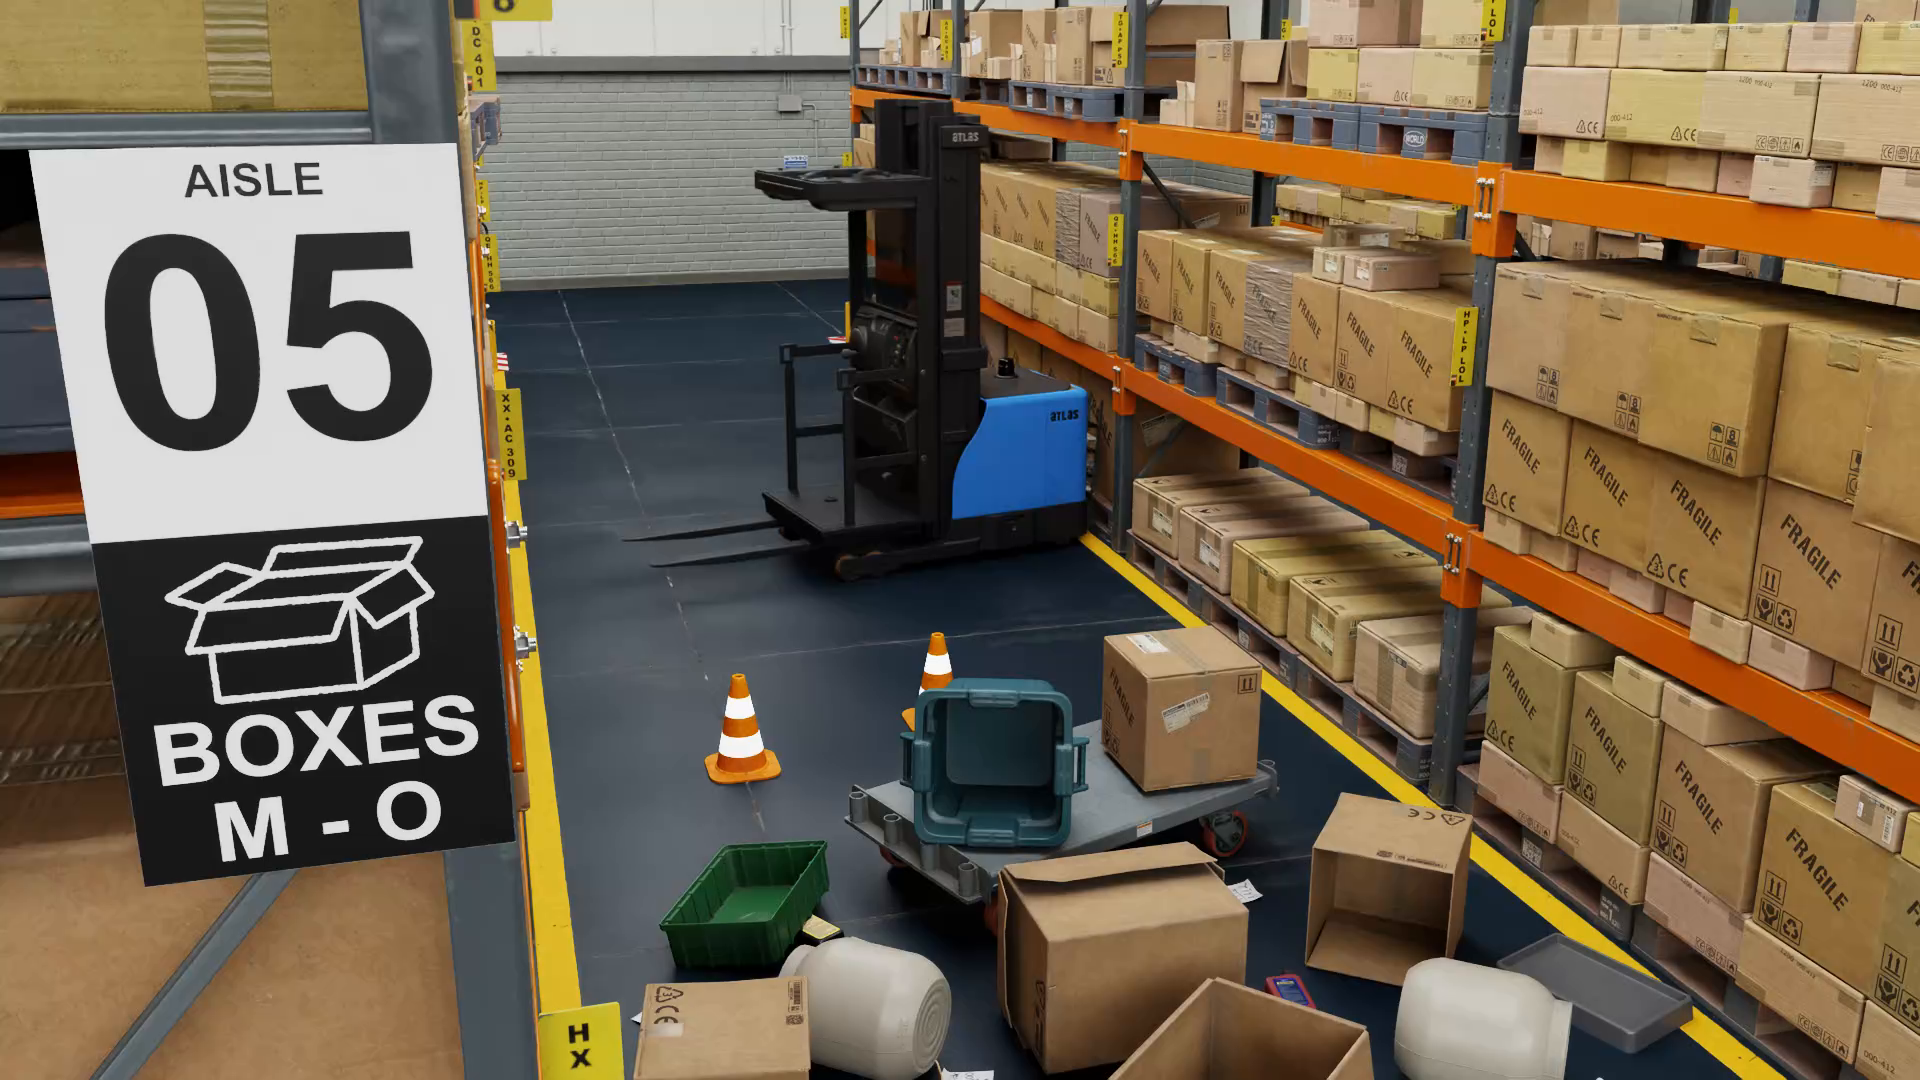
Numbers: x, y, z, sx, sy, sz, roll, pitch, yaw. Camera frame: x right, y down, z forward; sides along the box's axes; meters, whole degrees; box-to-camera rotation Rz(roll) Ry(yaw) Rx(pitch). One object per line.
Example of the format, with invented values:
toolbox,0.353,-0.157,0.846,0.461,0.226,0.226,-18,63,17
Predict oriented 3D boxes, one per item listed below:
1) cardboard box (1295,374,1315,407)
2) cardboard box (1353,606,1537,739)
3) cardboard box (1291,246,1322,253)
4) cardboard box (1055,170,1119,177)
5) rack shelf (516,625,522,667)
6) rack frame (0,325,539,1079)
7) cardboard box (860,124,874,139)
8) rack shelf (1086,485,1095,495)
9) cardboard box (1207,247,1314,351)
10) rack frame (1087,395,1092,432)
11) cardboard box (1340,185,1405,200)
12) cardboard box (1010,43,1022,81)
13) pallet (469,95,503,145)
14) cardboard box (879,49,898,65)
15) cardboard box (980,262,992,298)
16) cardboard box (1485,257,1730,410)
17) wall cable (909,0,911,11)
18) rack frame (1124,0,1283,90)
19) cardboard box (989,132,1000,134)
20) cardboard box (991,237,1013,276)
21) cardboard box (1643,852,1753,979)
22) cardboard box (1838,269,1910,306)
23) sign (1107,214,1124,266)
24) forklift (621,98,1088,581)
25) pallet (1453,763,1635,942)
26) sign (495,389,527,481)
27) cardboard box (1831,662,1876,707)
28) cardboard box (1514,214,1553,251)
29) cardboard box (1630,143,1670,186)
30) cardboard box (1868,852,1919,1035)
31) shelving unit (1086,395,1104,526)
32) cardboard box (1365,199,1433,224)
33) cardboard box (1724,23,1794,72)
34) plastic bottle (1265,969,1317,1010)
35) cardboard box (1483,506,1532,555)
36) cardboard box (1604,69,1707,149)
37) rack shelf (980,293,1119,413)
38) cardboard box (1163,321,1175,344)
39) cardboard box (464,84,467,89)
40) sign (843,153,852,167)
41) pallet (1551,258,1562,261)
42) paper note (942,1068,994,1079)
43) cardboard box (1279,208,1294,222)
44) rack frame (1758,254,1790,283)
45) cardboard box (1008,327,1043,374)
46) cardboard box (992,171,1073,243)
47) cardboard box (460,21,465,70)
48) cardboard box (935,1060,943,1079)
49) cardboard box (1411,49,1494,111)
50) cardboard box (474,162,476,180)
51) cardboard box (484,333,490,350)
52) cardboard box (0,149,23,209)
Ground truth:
cardboard box,1.947,-0.774,8.521,0.380,0.149,0.250,-5,17,-15
cardboard box,2.474,0.623,8.001,0.950,0.372,0.625,-4,17,-15
cardboard box,2.206,-1.402,9.484,0.500,0.500,0.500,-6,18,-19
cardboard box,1.056,-2.641,13.118,0.500,0.500,0.500,-4,17,-14
rack shelf,-2.661,-0.079,7.750,1.077,0.370,4.000,-5,17,-15
rack frame,-1.012,1.236,2.122,1.000,3.000,0.127,-5,17,-15
cardboard box,-0.846,-4.326,17.600,0.380,0.149,0.250,-4,17,-14
rack shelf,0.791,-0.352,11.743,0.258,0.077,0.200,0,14,-20
cardboard box,1.724,-1.354,9.326,0.500,0.500,0.500,-4,17,-14
rack frame,0.777,-0.584,11.785,0.240,0.900,0.006,0,14,-20
cardboard box,4.372,-3.870,17.562,0.500,0.500,0.500,-4,17,-14
cardboard box,0.587,-3.542,12.321,0.396,0.266,0.258,-3,17,-11
pallet,-2.983,-2.149,8.505,1.213,0.211,1.003,-4,17,-13
cardboard box,-0.600,-4.855,16.718,0.380,0.149,0.250,-4,17,-13
cardboard box,0.432,-2.145,13.639,0.500,0.250,0.500,-5,17,-17
cardboard box,2.533,-0.820,6.538,0.700,0.500,0.500,-5,17,-16
wall cable,-1.788,-8.092,22.747,2.355,3.000,0.029,-5,17,-15
rack frame,1.521,-4.269,10.021,1.000,3.000,0.127,-5,17,-15
cardboard box,0.185,-3.797,15.838,0.380,0.149,0.250,-5,17,-15
cardboard box,0.555,-2.242,13.094,0.500,0.250,0.500,-4,17,-15
cardboard box,2.829,1.304,5.945,0.500,0.250,0.500,-5,17,-16
cardboard box,6.316,-1.676,11.210,0.500,0.250,0.500,-4,17,-14
sign,0.988,-1.905,10.569,0.100,0.325,0.005,-5,17,-15
forklift,-0.683,-1.313,10.728,3.031,2.935,1.130,-8,19,-26
pallet,2.839,1.229,6.993,1.003,0.211,1.213,-5,17,-15
sign,-1.578,-0.367,5.817,0.100,0.325,0.005,-5,17,-15
cardboard box,3.010,0.427,5.255,0.380,0.149,0.250,-5,17,-15
cardboard box,5.253,-2.850,14.822,0.700,0.500,0.500,-5,17,-15
cardboard box,2.662,-1.363,5.999,0.380,0.149,0.250,-5,17,-15
cardboard box,3.102,1.229,4.894,0.500,0.500,0.500,-4,17,-13
shelving unit,0.810,-0.558,11.693,0.258,0.900,0.210,0,14,-20
cardboard box,4.542,-3.364,17.181,0.500,0.250,0.500,-5,17,-16
cardboard box,2.719,-1.592,5.374,0.380,0.149,0.250,-5,18,-17
plastic bottle,1.172,1.623,5.942,0.133,0.061,0.283,-2,17,-6
cardboard box,2.398,-0.056,6.863,0.380,0.149,0.250,-5,17,-16
cardboard box,2.628,-1.511,5.799,0.500,0.250,0.500,-5,17,-16
rack shelf,0.971,-1.604,12.830,1.077,0.370,4.000,-5,17,-15
cardboard box,1.477,-1.291,10.243,0.380,0.149,0.250,-6,18,-19
cardboard box,-1.216,-0.868,3.448,0.380,0.149,0.250,-5,17,-15
sign,-1.213,-4.019,17.975,0.100,0.325,0.005,-5,17,-15
pallet,5.753,-2.235,14.011,1.003,0.211,1.213,-5,17,-15
paper note,0.021,1.787,5.464,0.172,0.023,0.155,1,17,4
cardboard box,3.920,-3.769,19.222,0.380,0.149,0.250,-5,17,-16
rack frame,6.292,-1.789,12.194,1.000,3.000,0.127,-5,17,-15
cardboard box,0.925,-1.271,13.433,0.875,0.875,0.875,-4,17,-14
cardboard box,0.568,-2.607,13.005,0.500,0.500,0.500,-5,17,-17
cardboard box,-1.729,-1.510,4.892,0.500,0.250,0.500,-5,17,-16
cardboard box,0.132,1.769,5.100,0.396,0.266,0.258,-2,17,-6
cardboard box,2.320,-2.005,7.230,0.500,0.250,0.500,-5,17,-16
cardboard box,-4.605,-3.322,14.869,0.500,0.500,0.500,-5,18,-17
cardboard box,-2.693,-0.783,8.670,0.500,0.500,0.500,-5,17,-15
cardboard box,-1.569,-0.535,2.337,0.380,0.149,0.250,-4,17,-14
